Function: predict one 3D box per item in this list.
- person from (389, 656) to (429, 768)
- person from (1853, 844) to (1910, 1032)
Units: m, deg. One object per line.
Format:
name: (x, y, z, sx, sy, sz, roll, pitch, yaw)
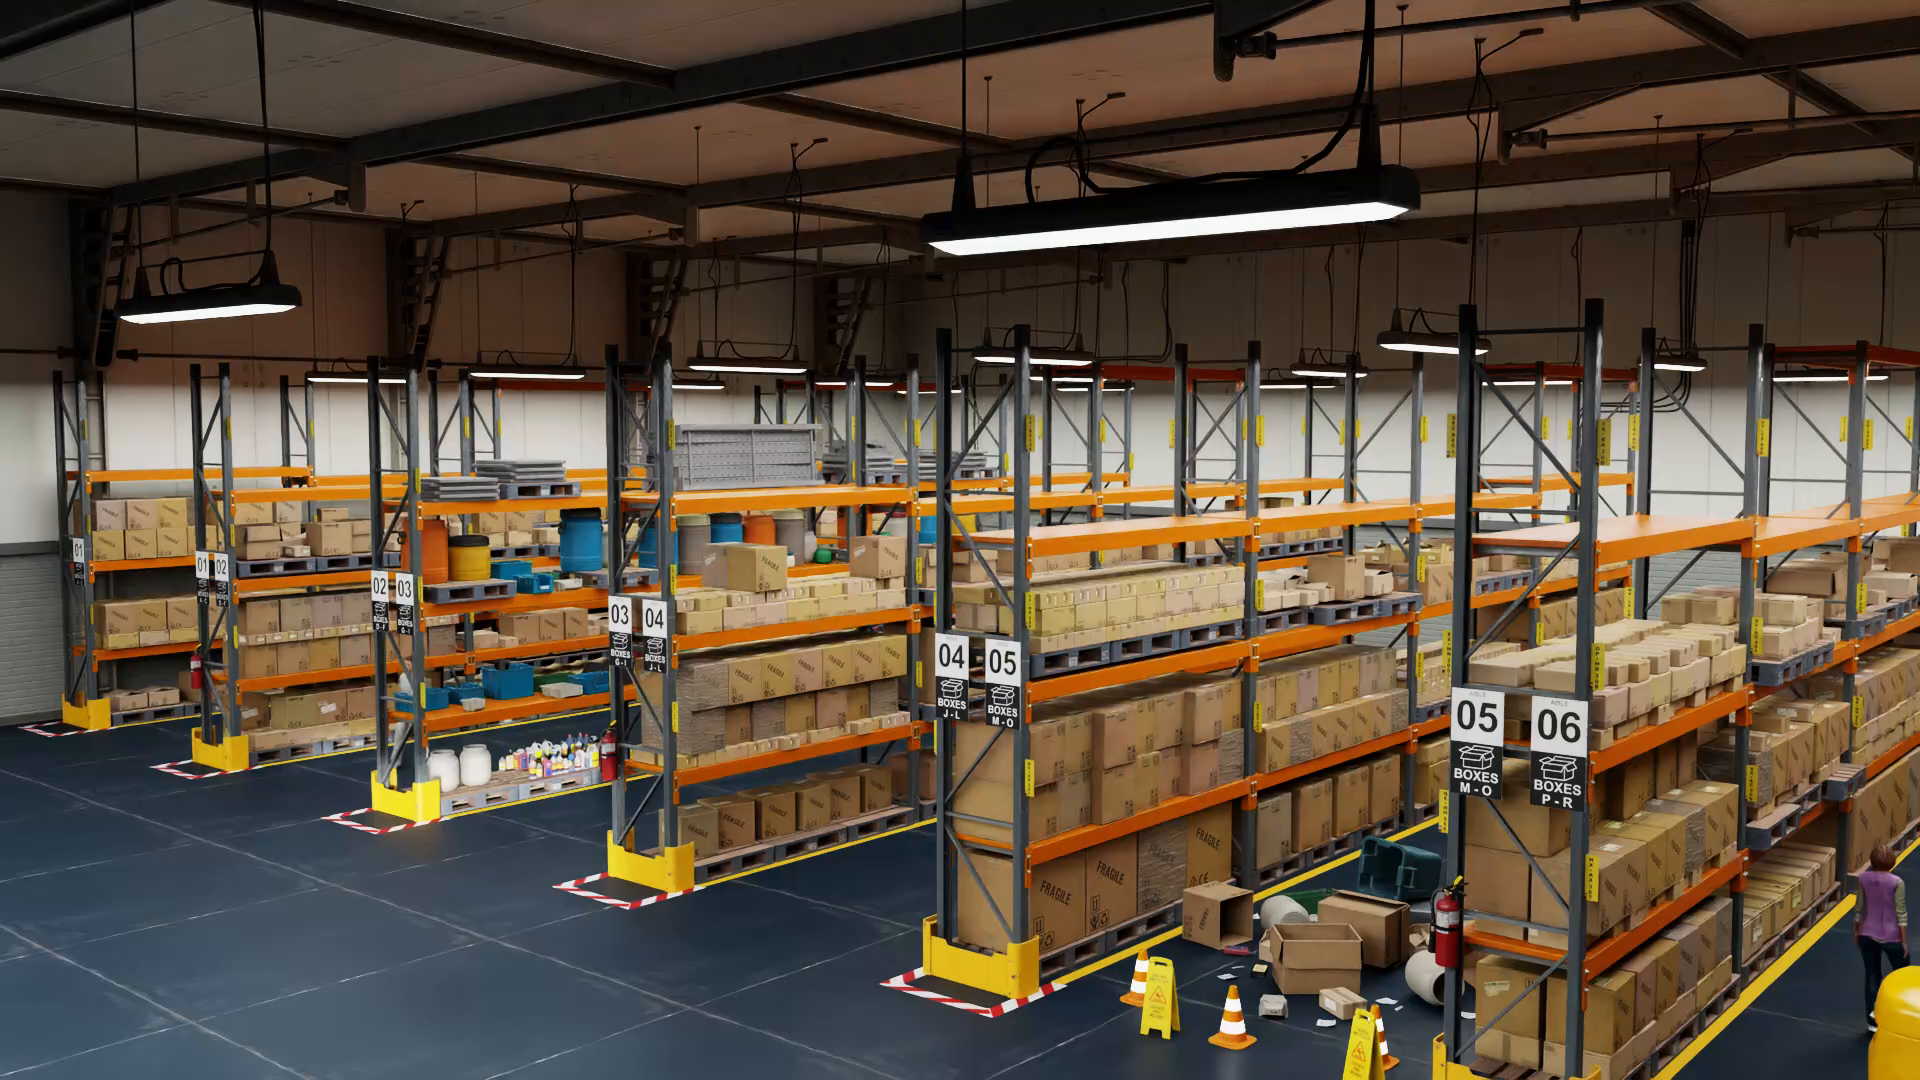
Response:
person: (-8.205, 2.534, 24.812, 0.486, 1.624, 0.928, 0, 4, 1)
person: (7.733, 3.361, 13.983, 0.460, 1.595, 0.459, -3, 5, -39)
